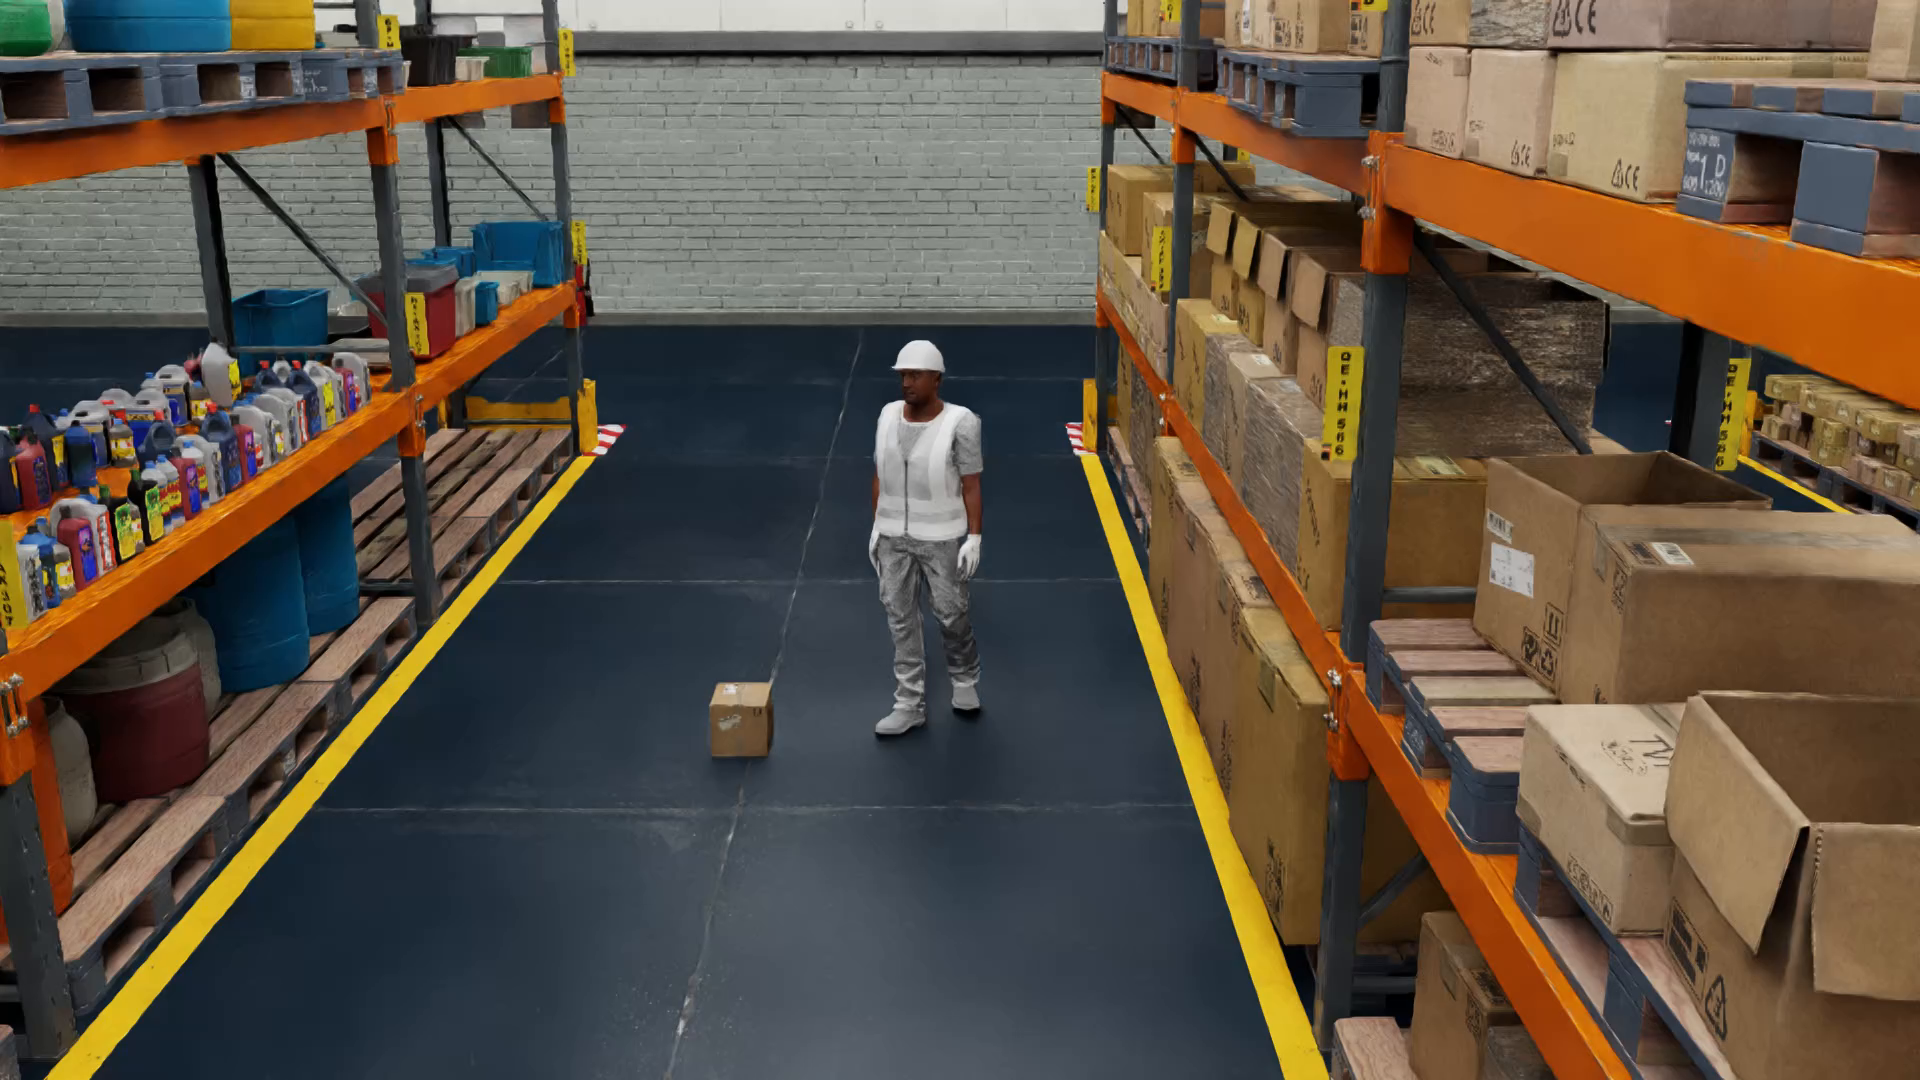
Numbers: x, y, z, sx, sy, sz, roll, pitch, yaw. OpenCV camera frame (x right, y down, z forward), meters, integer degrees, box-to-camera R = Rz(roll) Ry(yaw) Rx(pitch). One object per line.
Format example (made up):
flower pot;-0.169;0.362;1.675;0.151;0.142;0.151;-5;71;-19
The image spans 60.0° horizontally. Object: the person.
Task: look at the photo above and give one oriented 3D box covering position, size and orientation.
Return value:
person;-0.158;-0.019;7.547;0.565;1.787;0.649;7;18;22
